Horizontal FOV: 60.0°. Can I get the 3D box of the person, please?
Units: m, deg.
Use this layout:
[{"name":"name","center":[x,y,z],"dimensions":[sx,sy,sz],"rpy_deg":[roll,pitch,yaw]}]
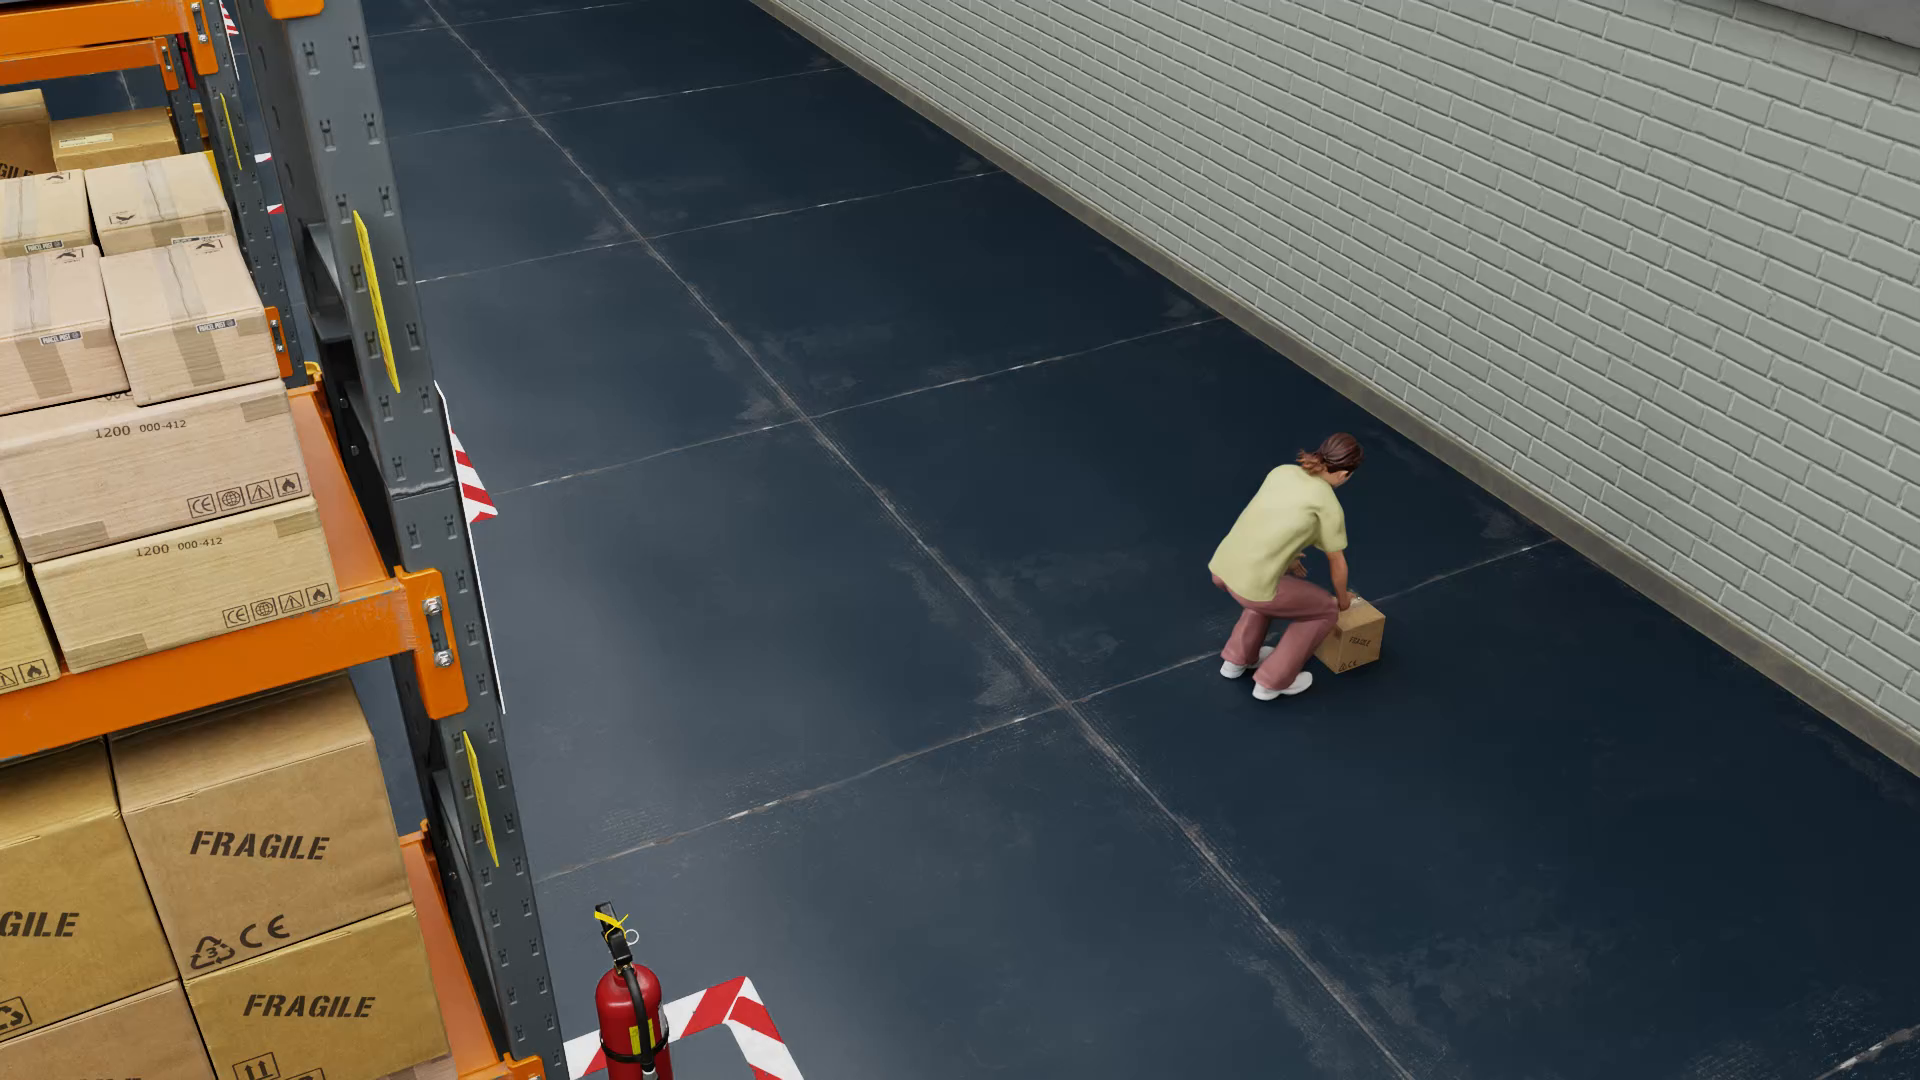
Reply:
[{"name":"person","center":[1.437,0.114,7.416],"dimensions":[0.730,1.187,0.506],"rpy_deg":[-16,36,-23]}]
